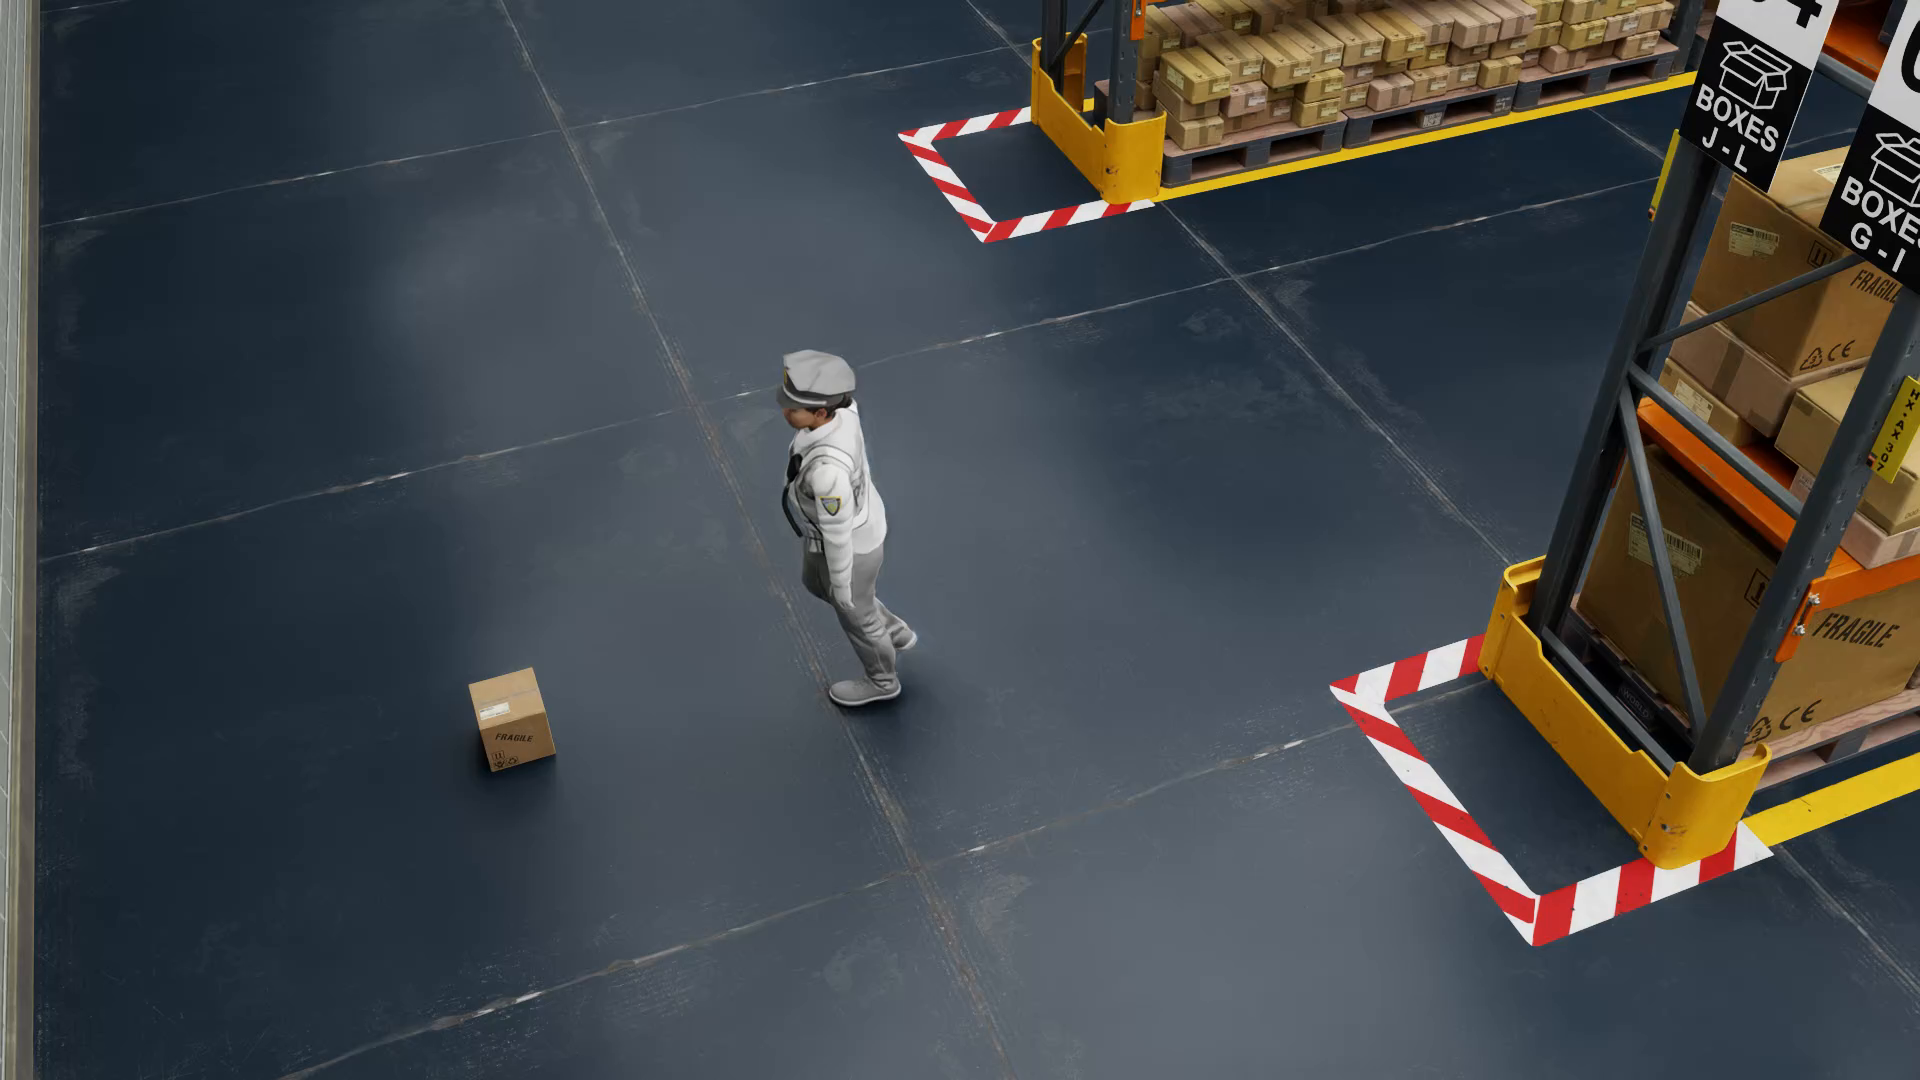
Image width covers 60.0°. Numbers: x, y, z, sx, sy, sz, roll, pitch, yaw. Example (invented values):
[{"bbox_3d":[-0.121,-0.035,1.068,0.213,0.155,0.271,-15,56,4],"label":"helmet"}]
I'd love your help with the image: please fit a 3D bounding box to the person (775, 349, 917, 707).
[{"bbox_3d":[-0.398,0.001,6.133,0.466,1.670,0.522,-2,42,-2],"label":"person"}]
